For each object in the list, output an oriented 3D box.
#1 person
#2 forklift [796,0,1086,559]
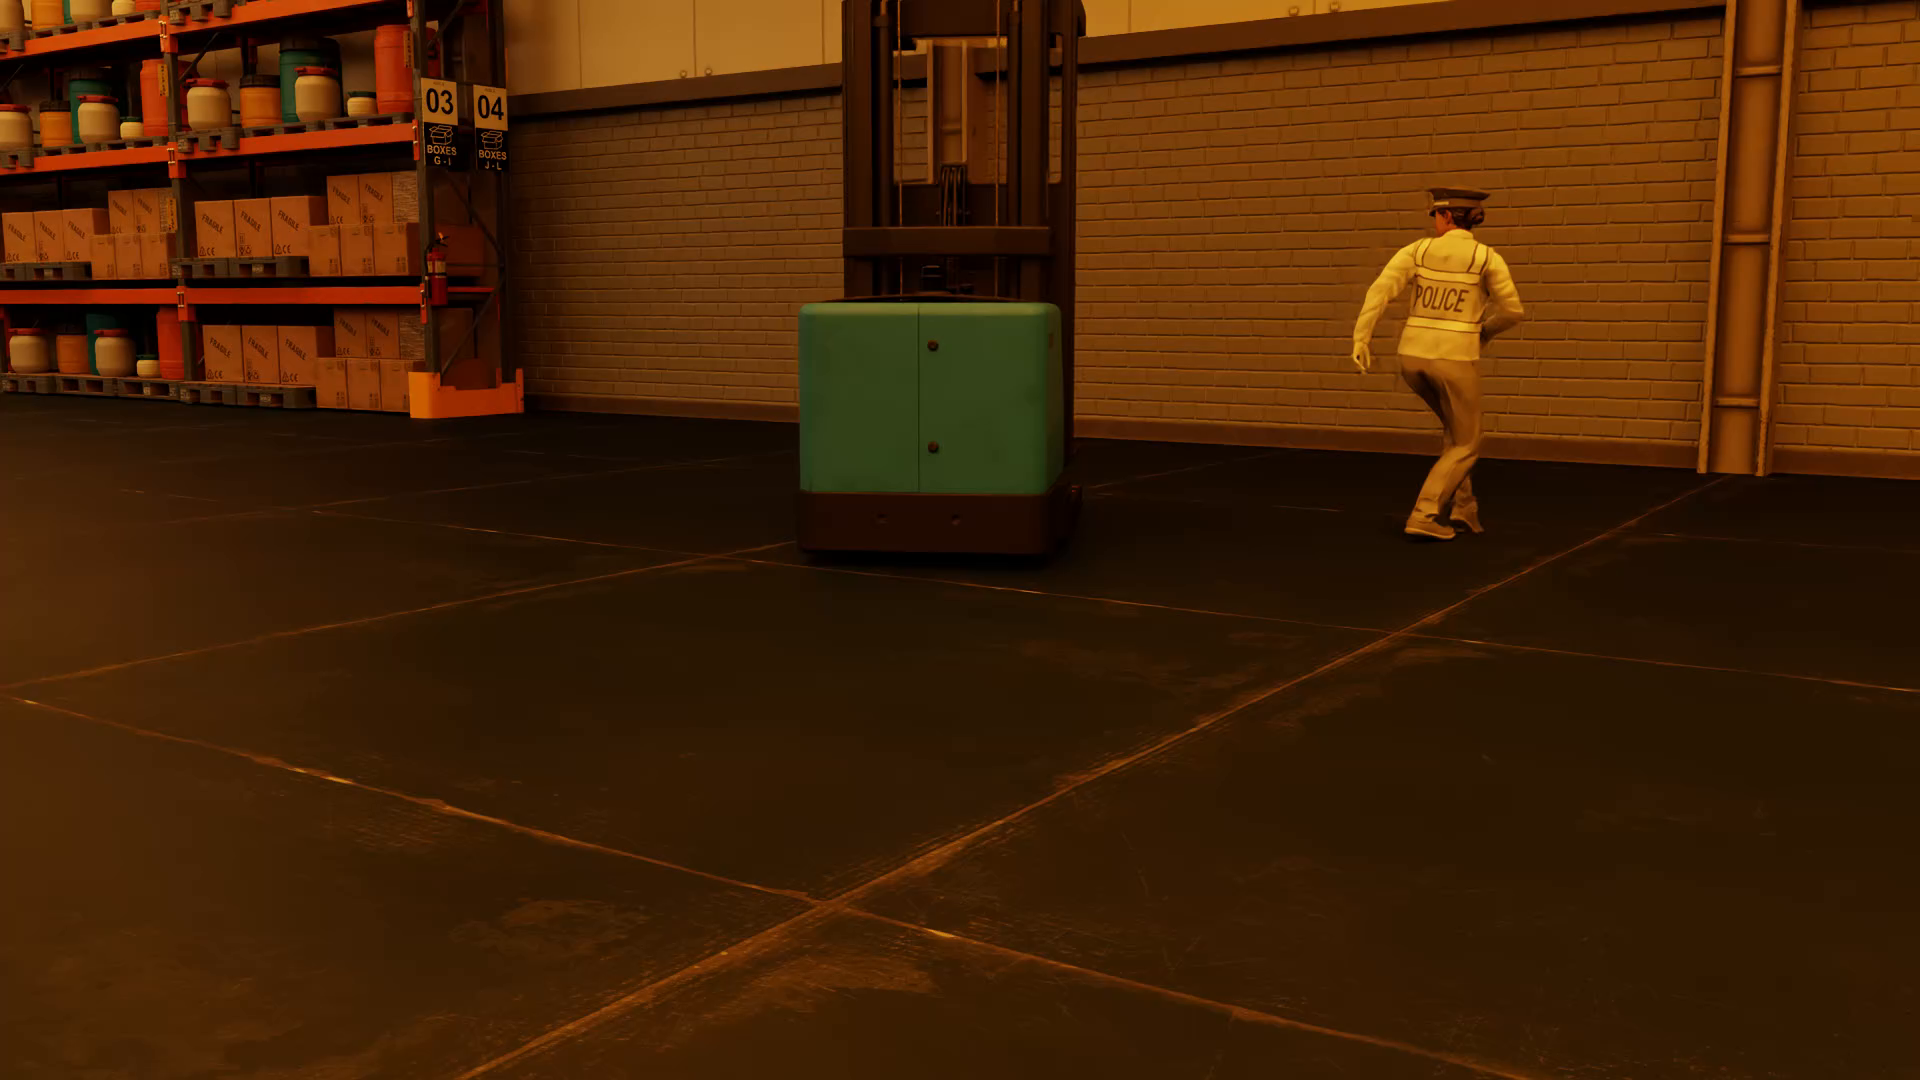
[{"bbox_3d":[2.214,-0.775,7.583,0.783,1.666,0.549,-6,10,-37],"label":"person"},{"bbox_3d":[0.030,-1.541,8.027,1.130,2.935,3.031,1,8,7],"label":"forklift"}]
